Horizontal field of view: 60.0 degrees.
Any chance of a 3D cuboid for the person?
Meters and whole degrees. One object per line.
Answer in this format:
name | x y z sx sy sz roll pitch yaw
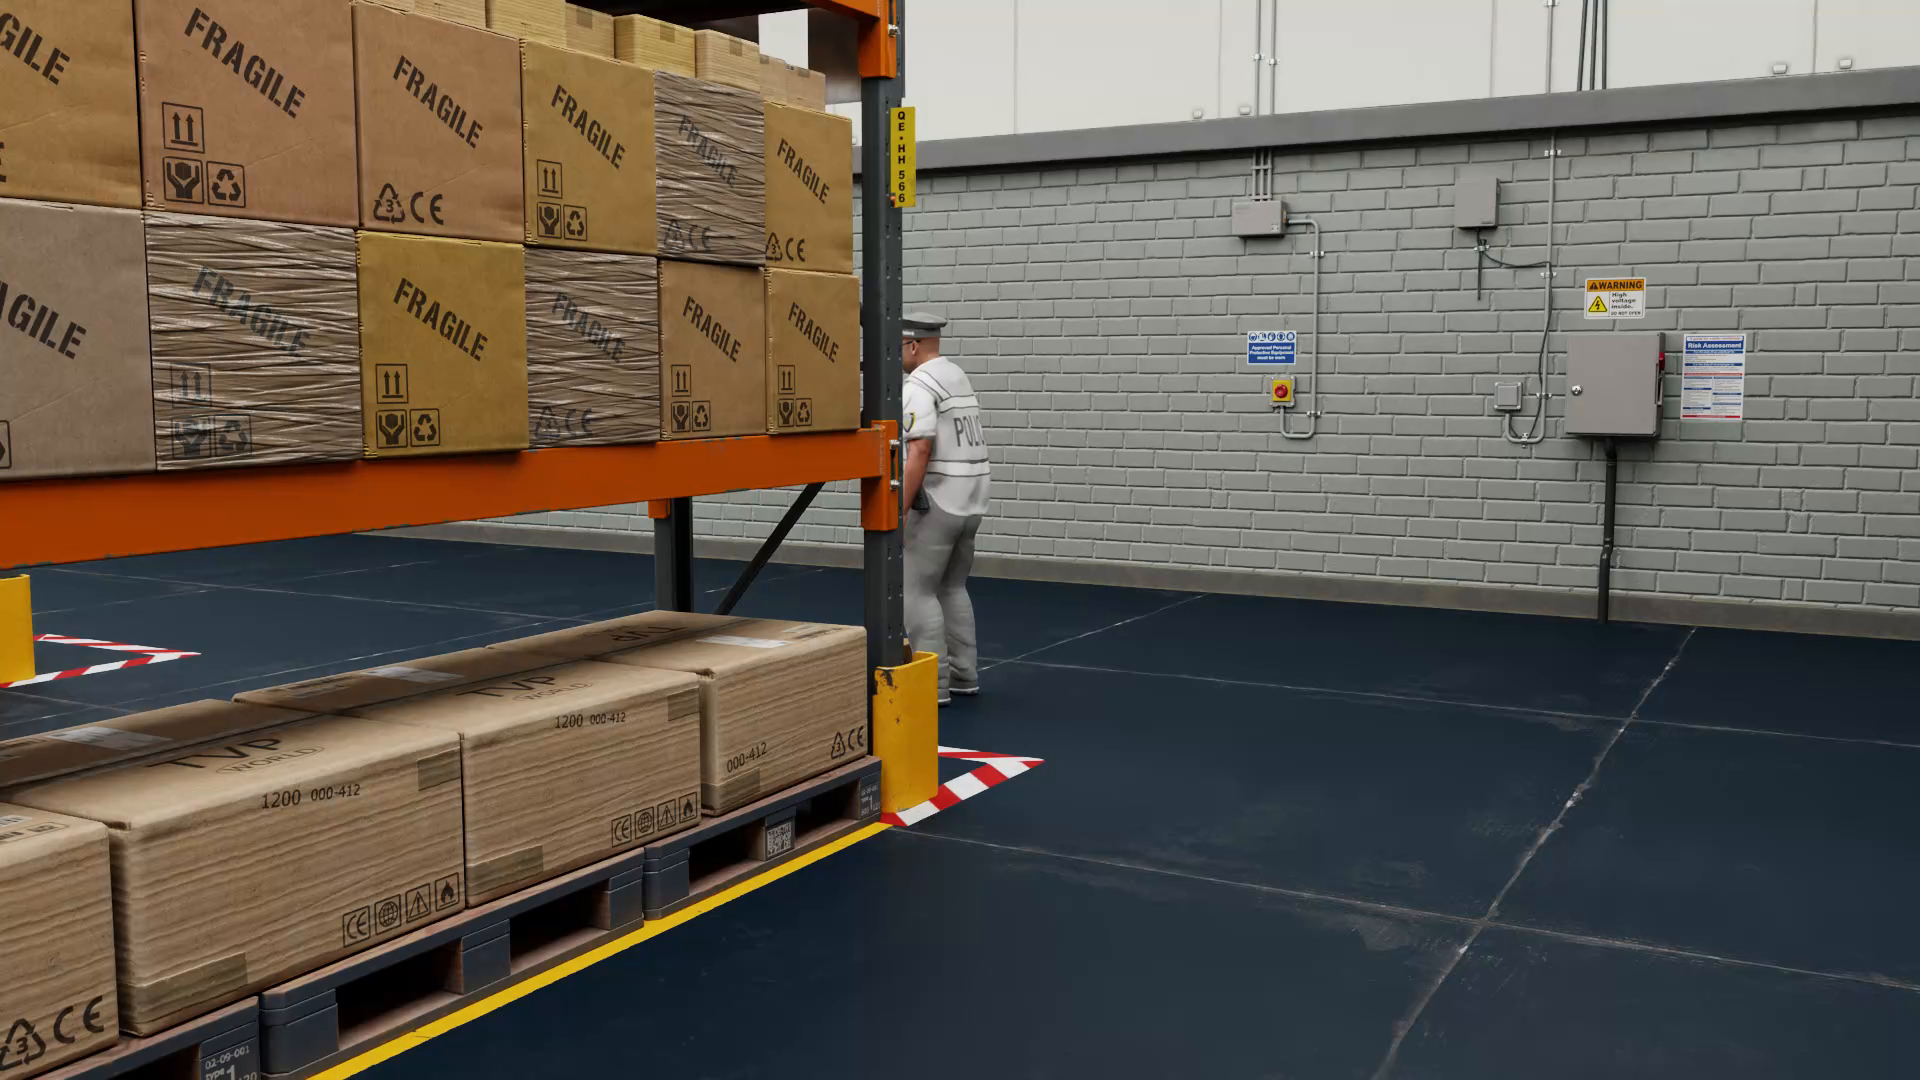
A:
person | -0.100 -0.143 7.465 0.433 1.751 0.605 3 7 26
